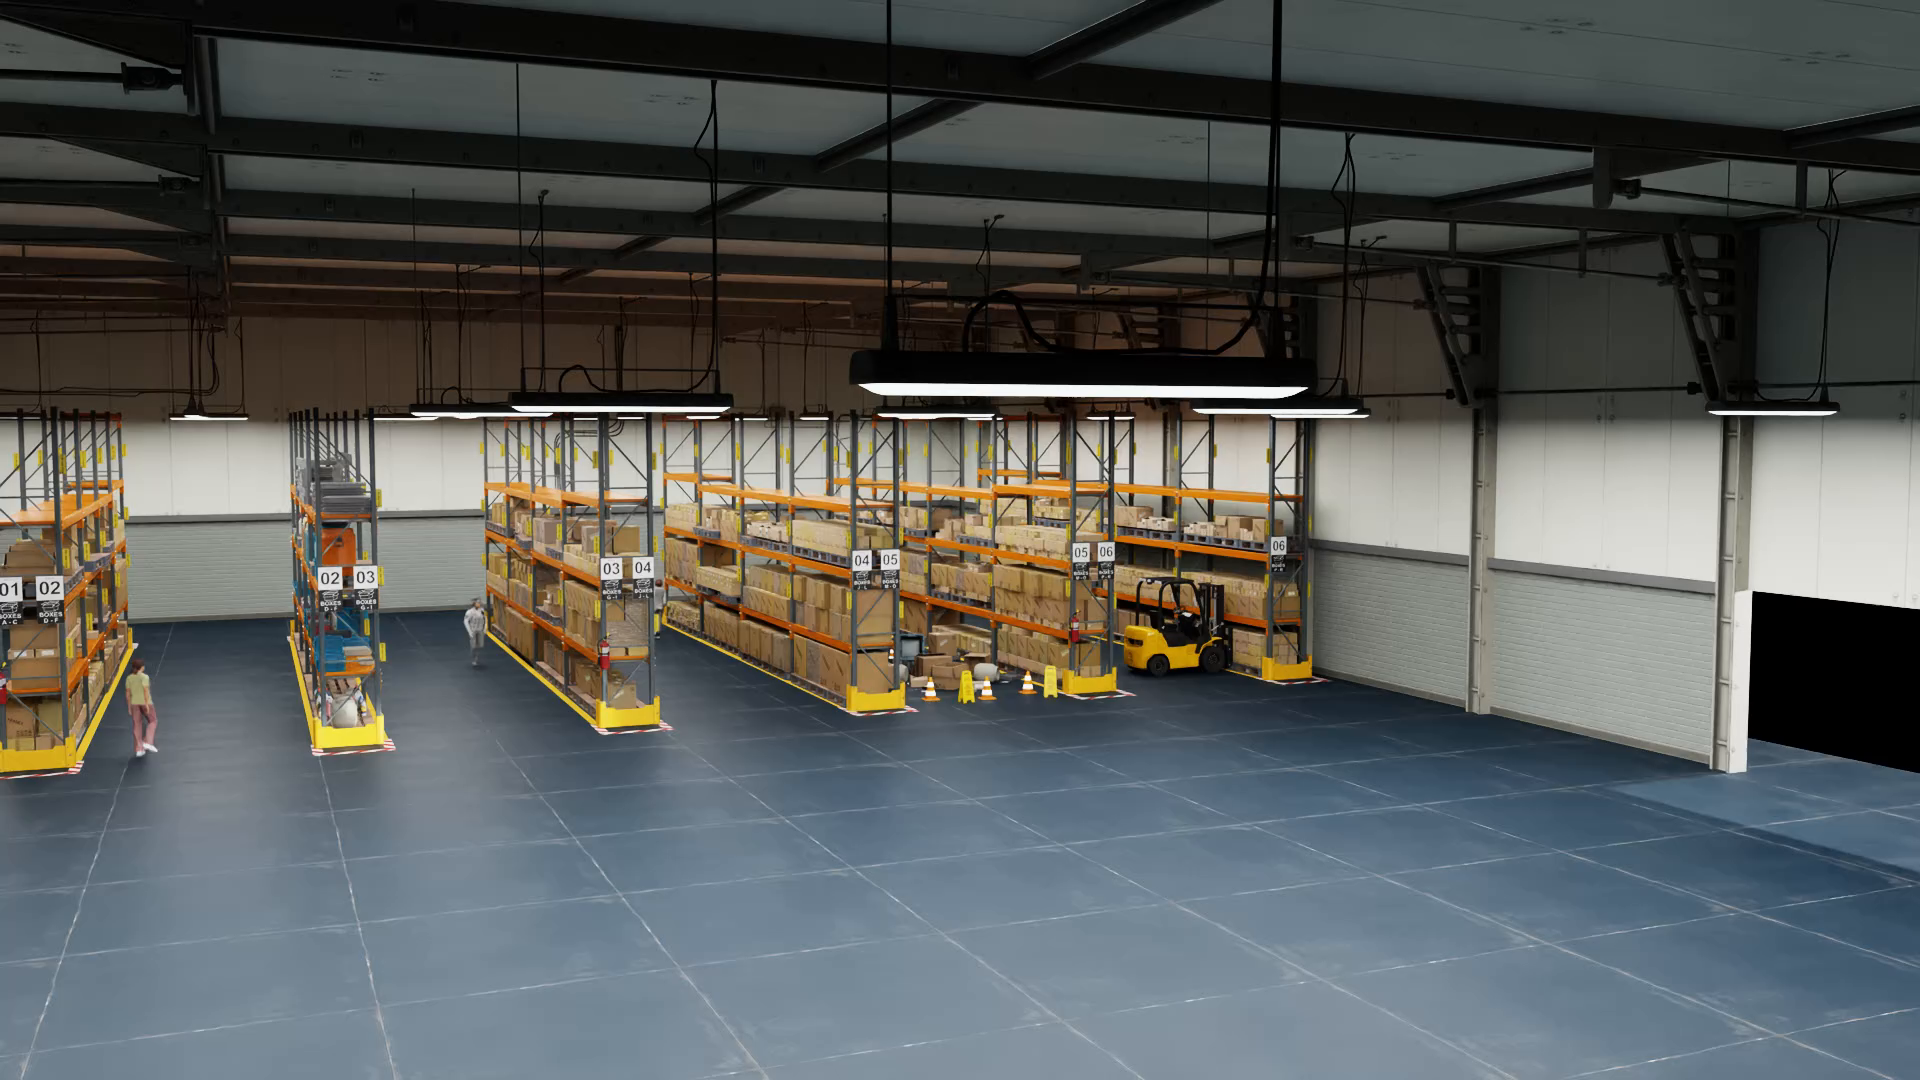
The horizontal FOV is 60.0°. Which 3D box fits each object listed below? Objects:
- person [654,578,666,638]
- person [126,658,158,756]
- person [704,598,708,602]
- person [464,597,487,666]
[{"bbox_3d":[-8.052,1.822,44.153,0.511,1.602,0.367,-2,4,-21],"label":"person"},{"bbox_3d":[-14.139,2.873,28.670,0.479,1.655,0.515,-1,4,-11],"label":"person"},{"bbox_3d":[-7.615,1.427,49.684,0.905,1.660,0.514,3,5,33],"label":"person"},{"bbox_3d":[-11.522,2.155,39.494,0.563,1.636,0.540,-2,5,-31],"label":"person"}]
